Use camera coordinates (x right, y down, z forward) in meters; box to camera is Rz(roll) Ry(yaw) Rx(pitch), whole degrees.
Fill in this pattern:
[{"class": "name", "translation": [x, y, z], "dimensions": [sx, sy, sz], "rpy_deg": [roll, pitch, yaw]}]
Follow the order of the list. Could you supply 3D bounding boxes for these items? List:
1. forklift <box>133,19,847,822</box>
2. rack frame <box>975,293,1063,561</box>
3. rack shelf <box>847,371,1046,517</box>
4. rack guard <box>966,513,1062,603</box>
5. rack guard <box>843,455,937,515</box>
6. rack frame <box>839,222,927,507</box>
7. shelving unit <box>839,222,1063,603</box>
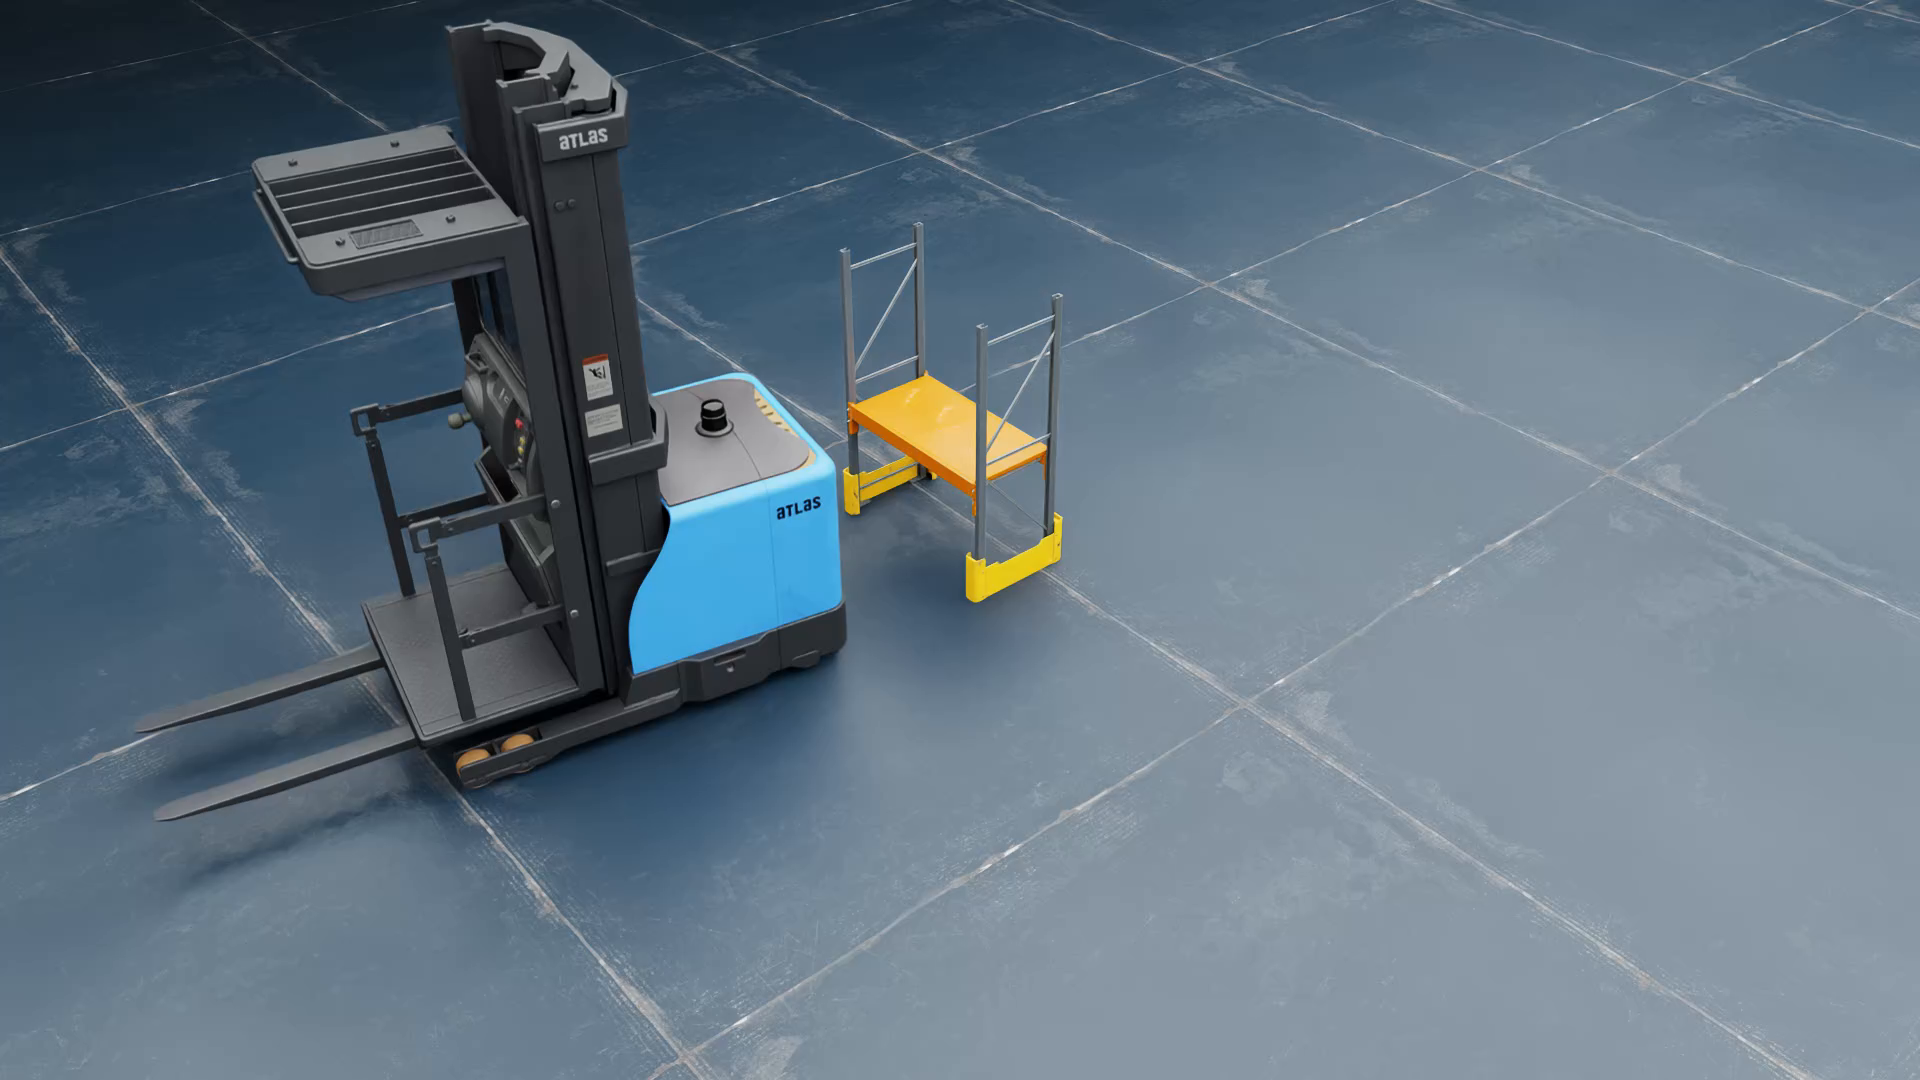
[{"class": "forklift", "translation": [-2.073, -0.481, 6.794], "dimensions": [3.031, 2.935, 1.130], "rpy_deg": [-18, 39, -24]}, {"class": "rack frame", "translation": [0.273, -0.425, 7.954], "dimensions": [0.500, 1.500, 0.032], "rpy_deg": [-26, 43, -32]}, {"class": "rack shelf", "translation": [-0.055, -0.503, 8.375], "dimensions": [0.538, 0.185, 1.000], "rpy_deg": [-26, 43, -32]}, {"class": "rack guard", "translation": [0.272, 0.084, 8.316], "dimensions": [0.587, 0.250, 0.087], "rpy_deg": [-26, 43, -32]}, {"class": "rack guard", "translation": [-0.371, -0.356, 8.937], "dimensions": [0.587, 0.250, 0.087], "rpy_deg": [-26, 43, -32]}, {"class": "rack frame", "translation": [-0.383, -0.874, 8.588], "dimensions": [0.500, 1.500, 0.032], "rpy_deg": [-26, 43, -32]}, {"class": "shelving unit", "translation": [-0.049, -0.646, 8.265], "dimensions": [0.587, 1.500, 1.083], "rpy_deg": [-26, 43, -32]}]
